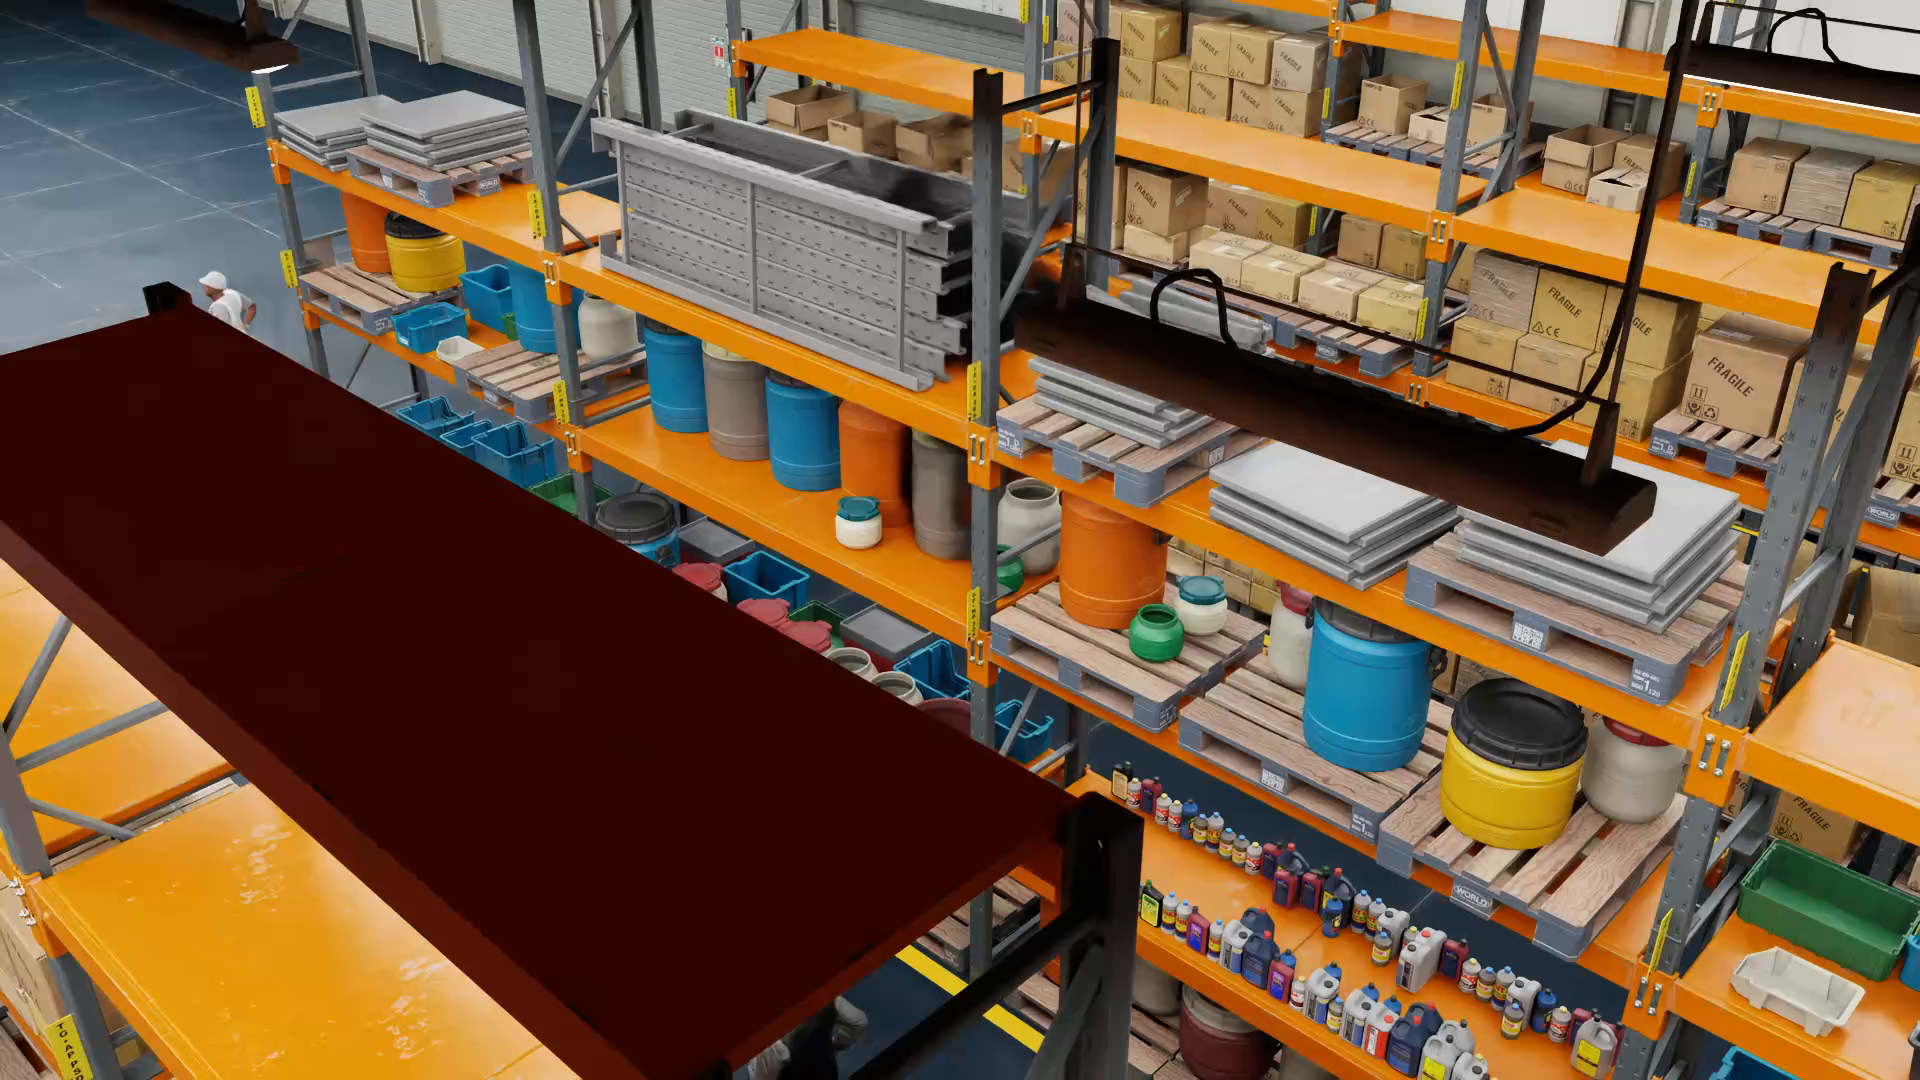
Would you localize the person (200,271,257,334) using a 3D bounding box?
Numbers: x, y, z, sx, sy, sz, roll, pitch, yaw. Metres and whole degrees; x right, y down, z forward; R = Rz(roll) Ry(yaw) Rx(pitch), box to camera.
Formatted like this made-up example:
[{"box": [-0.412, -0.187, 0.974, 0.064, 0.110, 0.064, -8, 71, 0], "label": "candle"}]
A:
[{"box": [-7.859, -2.023, 18.045, 0.790, 1.852, 0.646, -9, 31, -16], "label": "person"}]

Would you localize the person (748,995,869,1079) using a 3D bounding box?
[{"box": [-0.877, 2.890, 8.814, 0.651, 1.743, 0.639, 17, 34, 27], "label": "person"}]
